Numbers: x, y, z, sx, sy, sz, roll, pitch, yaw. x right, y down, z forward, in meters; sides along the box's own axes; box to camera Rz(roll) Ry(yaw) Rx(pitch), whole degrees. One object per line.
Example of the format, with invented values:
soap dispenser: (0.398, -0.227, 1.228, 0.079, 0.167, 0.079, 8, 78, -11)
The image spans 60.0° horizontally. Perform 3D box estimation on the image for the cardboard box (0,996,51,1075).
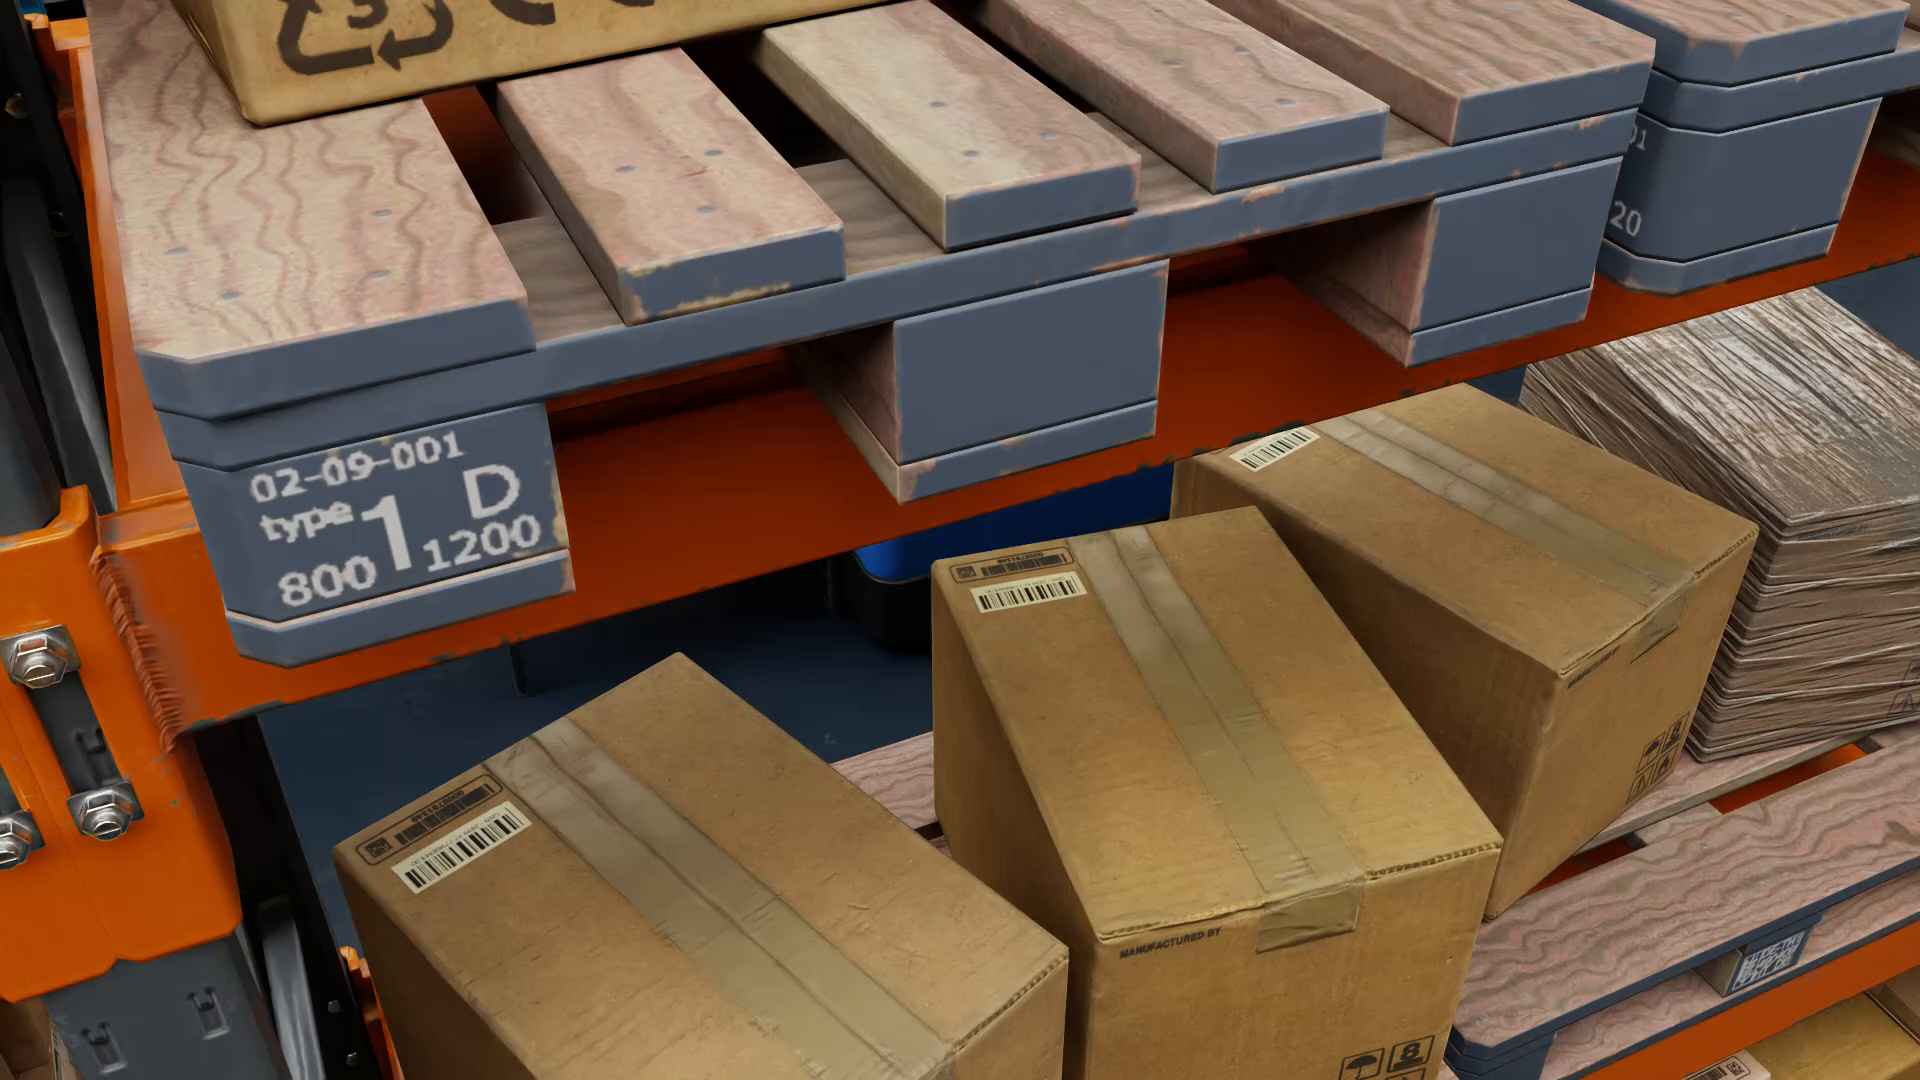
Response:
cardboard box: (-1.372, 0.328, 1.866, 0.500, 0.500, 0.500, -15, 39, -19)

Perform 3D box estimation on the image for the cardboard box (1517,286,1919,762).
cardboard box: (1.364, -0.070, 2.890, 0.500, 0.500, 0.700, -9, 37, -11)

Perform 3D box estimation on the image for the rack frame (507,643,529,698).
rack frame: (-1.433, -0.257, 4.838, 0.032, 1.500, 0.500, -14, 39, -18)

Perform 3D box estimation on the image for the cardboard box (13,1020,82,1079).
cardboard box: (-1.403, 0.744, 2.145, 0.500, 0.500, 0.500, -15, 39, -19)

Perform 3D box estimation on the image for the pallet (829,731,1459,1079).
pallet: (-0.056, 0.736, 2.401, 1.213, 0.211, 1.003, -16, 39, -20)

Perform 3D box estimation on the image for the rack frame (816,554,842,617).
rack frame: (-0.495, -0.491, 5.153, 0.032, 1.500, 0.500, -14, 39, -18)

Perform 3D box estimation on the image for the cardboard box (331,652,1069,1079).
cardboard box: (-0.302, 0.594, 1.995, 0.500, 0.500, 0.700, -30, 46, -34)

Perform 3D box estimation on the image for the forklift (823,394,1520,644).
forklift: (0.938, -1.411, 5.192, 3.031, 2.935, 1.130, -14, 39, -18)

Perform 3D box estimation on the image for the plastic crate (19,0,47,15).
plastic crate: (-3.205, -1.585, 5.333, 0.575, 0.384, 0.392, -16, 39, -20)

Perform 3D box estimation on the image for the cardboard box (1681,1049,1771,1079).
cardboard box: (1.075, 0.957, 3.041, 0.500, 0.250, 0.500, -16, 40, -21)

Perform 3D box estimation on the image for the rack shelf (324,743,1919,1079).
rack shelf: (0.985, 0.585, 3.047, 4.000, 0.370, 1.077, -16, 39, -20)

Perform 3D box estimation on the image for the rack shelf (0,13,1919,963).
rack shelf: (0.985, -0.620, 2.154, 4.000, 0.370, 1.077, -16, 39, -20)

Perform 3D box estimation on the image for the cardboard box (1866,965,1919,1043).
cardboard box: (1.999, 0.696, 3.394, 0.500, 0.250, 0.500, -14, 39, -18)

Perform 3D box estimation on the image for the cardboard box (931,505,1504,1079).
cardboard box: (0.294, 0.386, 2.275, 0.500, 0.500, 0.700, -10, 38, -13)

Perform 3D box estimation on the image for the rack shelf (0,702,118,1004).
rack shelf: (-2.636, 0.393, 0.789, 4.000, 0.370, 1.077, -16, 39, -20)

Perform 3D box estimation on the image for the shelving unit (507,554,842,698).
shelving unit: (-0.964, -0.374, 4.996, 1.048, 1.500, 0.538, -14, 39, -18)

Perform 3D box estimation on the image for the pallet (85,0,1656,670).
pallet: (-0.205, -0.454, 1.484, 1.003, 0.211, 1.213, -16, 39, -20)

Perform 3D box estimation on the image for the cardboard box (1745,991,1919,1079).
cardboard box: (1.580, 1.111, 3.463, 0.500, 0.500, 0.500, -17, 40, -22)

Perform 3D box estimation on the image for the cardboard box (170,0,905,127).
cardboard box: (-0.338, -0.739, 1.190, 0.600, 0.600, 0.600, -19, 41, -24)

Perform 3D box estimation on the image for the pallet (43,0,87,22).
pallet: (-5.753, -3.271, 9.982, 1.213, 0.211, 1.003, -16, 39, -20)

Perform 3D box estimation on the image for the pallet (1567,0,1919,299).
pallet: (0.732, -0.718, 1.840, 1.003, 0.211, 1.213, -16, 39, -20)

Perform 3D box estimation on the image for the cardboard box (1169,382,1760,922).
cardboard box: (0.747, 0.113, 2.643, 0.500, 0.500, 0.700, -26, 44, -31)

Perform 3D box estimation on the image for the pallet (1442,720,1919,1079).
pallet: (1.037, 0.362, 2.906, 1.213, 0.211, 1.003, -16, 39, -20)

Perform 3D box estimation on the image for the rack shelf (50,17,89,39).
rack shelf: (-4.737, -1.075, 5.285, 4.000, 0.370, 1.077, -16, 39, -20)
